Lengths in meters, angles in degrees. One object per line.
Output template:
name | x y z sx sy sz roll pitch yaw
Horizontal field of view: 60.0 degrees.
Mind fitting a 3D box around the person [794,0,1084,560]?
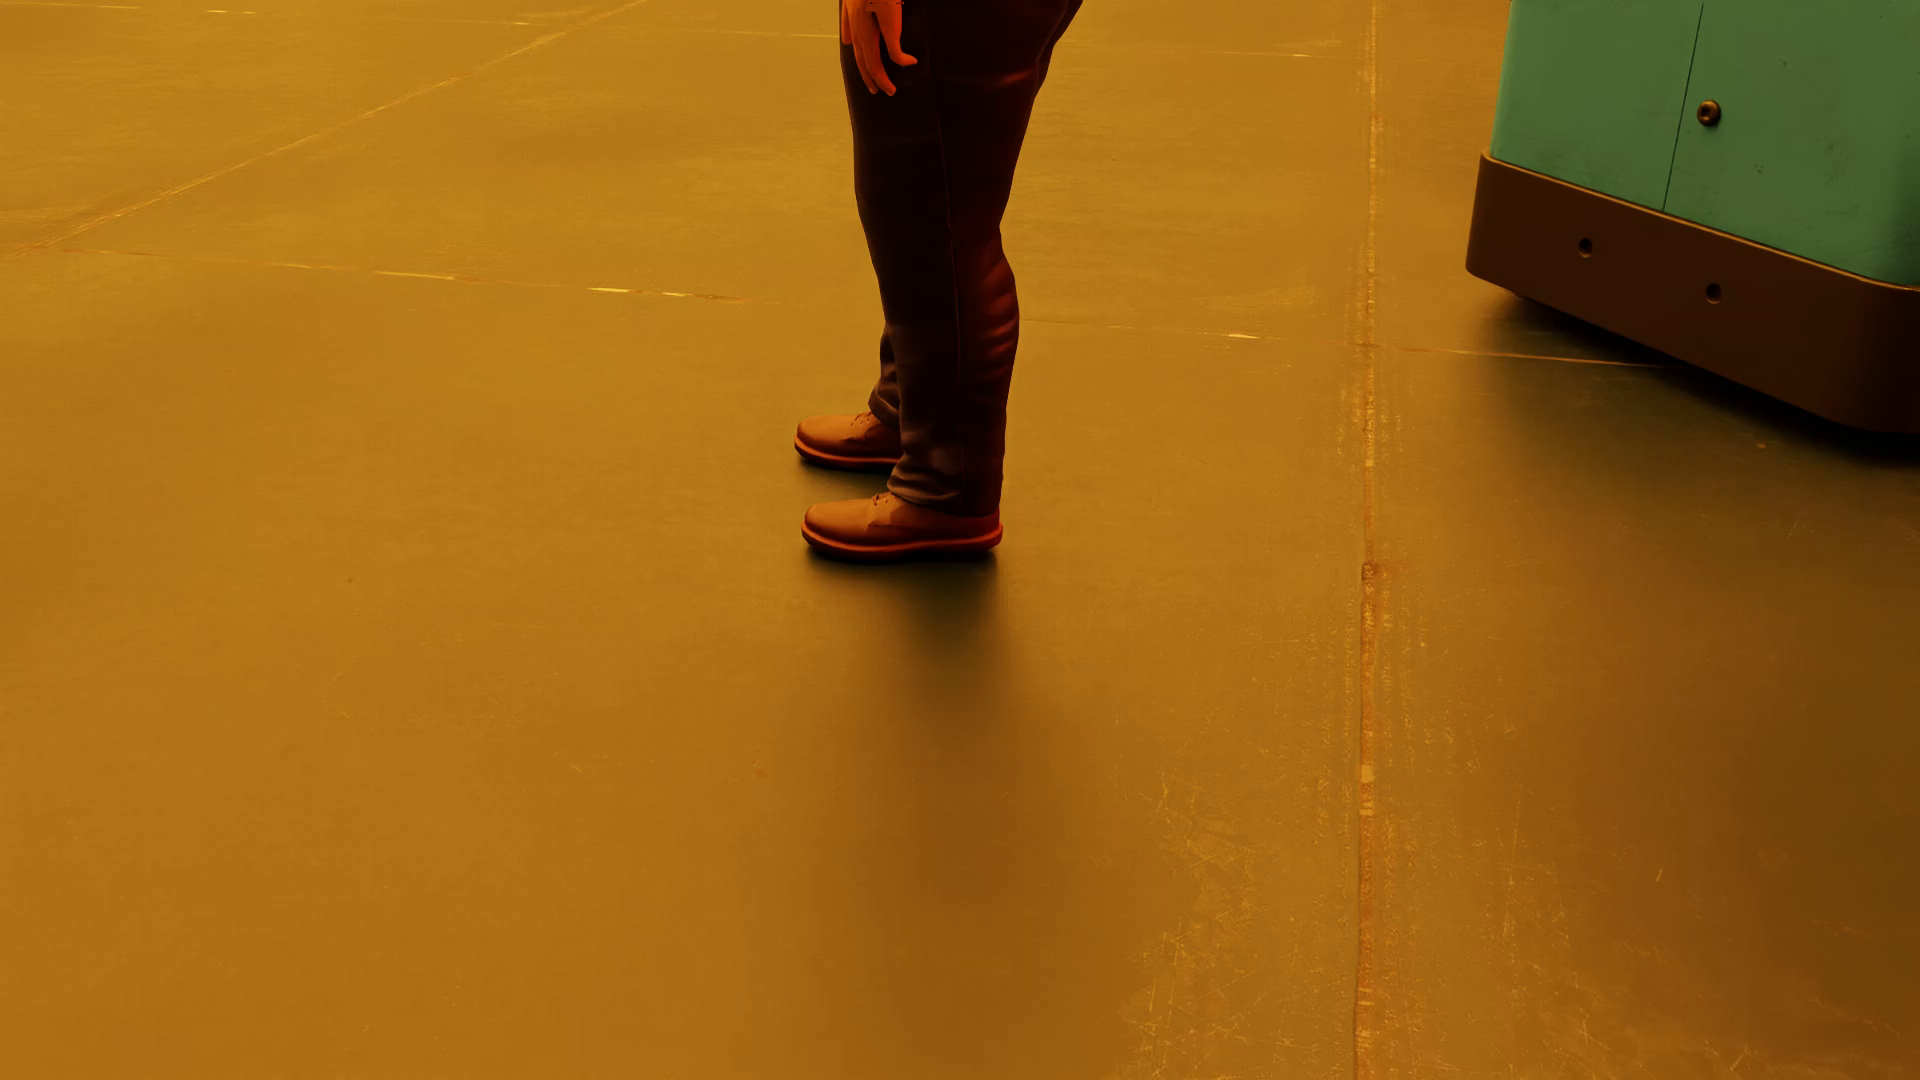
person | -0.082 -0.757 2.164 0.503 1.642 0.599 6 27 11

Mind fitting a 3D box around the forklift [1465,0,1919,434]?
forklift | 2.606 -1.907 3.027 3.031 2.935 1.130 -12 29 -23
